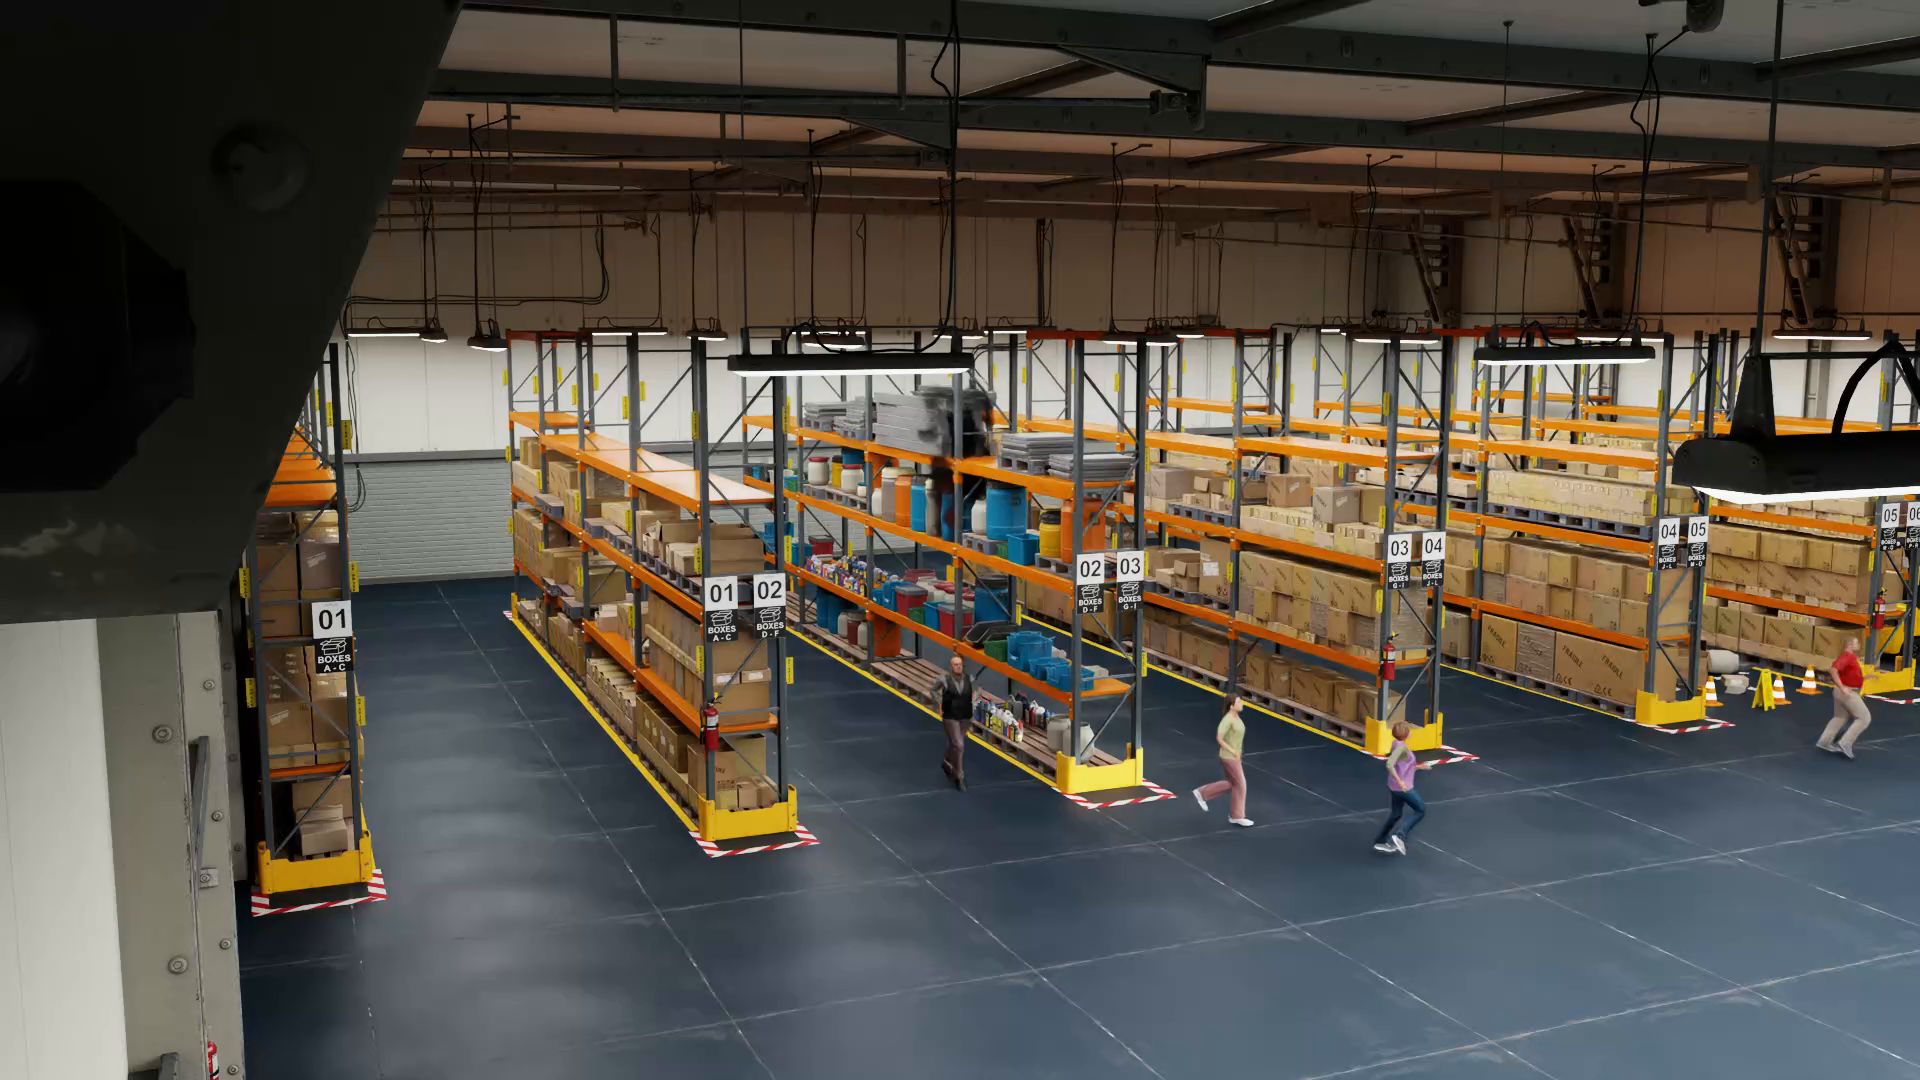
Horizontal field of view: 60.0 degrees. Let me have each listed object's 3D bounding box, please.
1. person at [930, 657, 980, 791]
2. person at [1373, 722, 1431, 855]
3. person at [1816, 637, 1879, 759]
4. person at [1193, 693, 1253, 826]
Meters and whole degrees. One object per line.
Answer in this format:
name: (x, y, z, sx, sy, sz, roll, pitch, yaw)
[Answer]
person: (-0.037, 2.444, 22.460, 0.630, 1.785, 0.789, -4, 9, -28)
person: (5.184, 2.900, 19.453, 0.643, 1.572, 0.508, 0, 8, -1)
person: (12.755, 2.263, 23.843, 0.721, 1.769, 0.637, 3, 8, 19)
person: (3.295, 2.718, 20.706, 0.760, 1.646, 0.593, 3, 8, 19)
